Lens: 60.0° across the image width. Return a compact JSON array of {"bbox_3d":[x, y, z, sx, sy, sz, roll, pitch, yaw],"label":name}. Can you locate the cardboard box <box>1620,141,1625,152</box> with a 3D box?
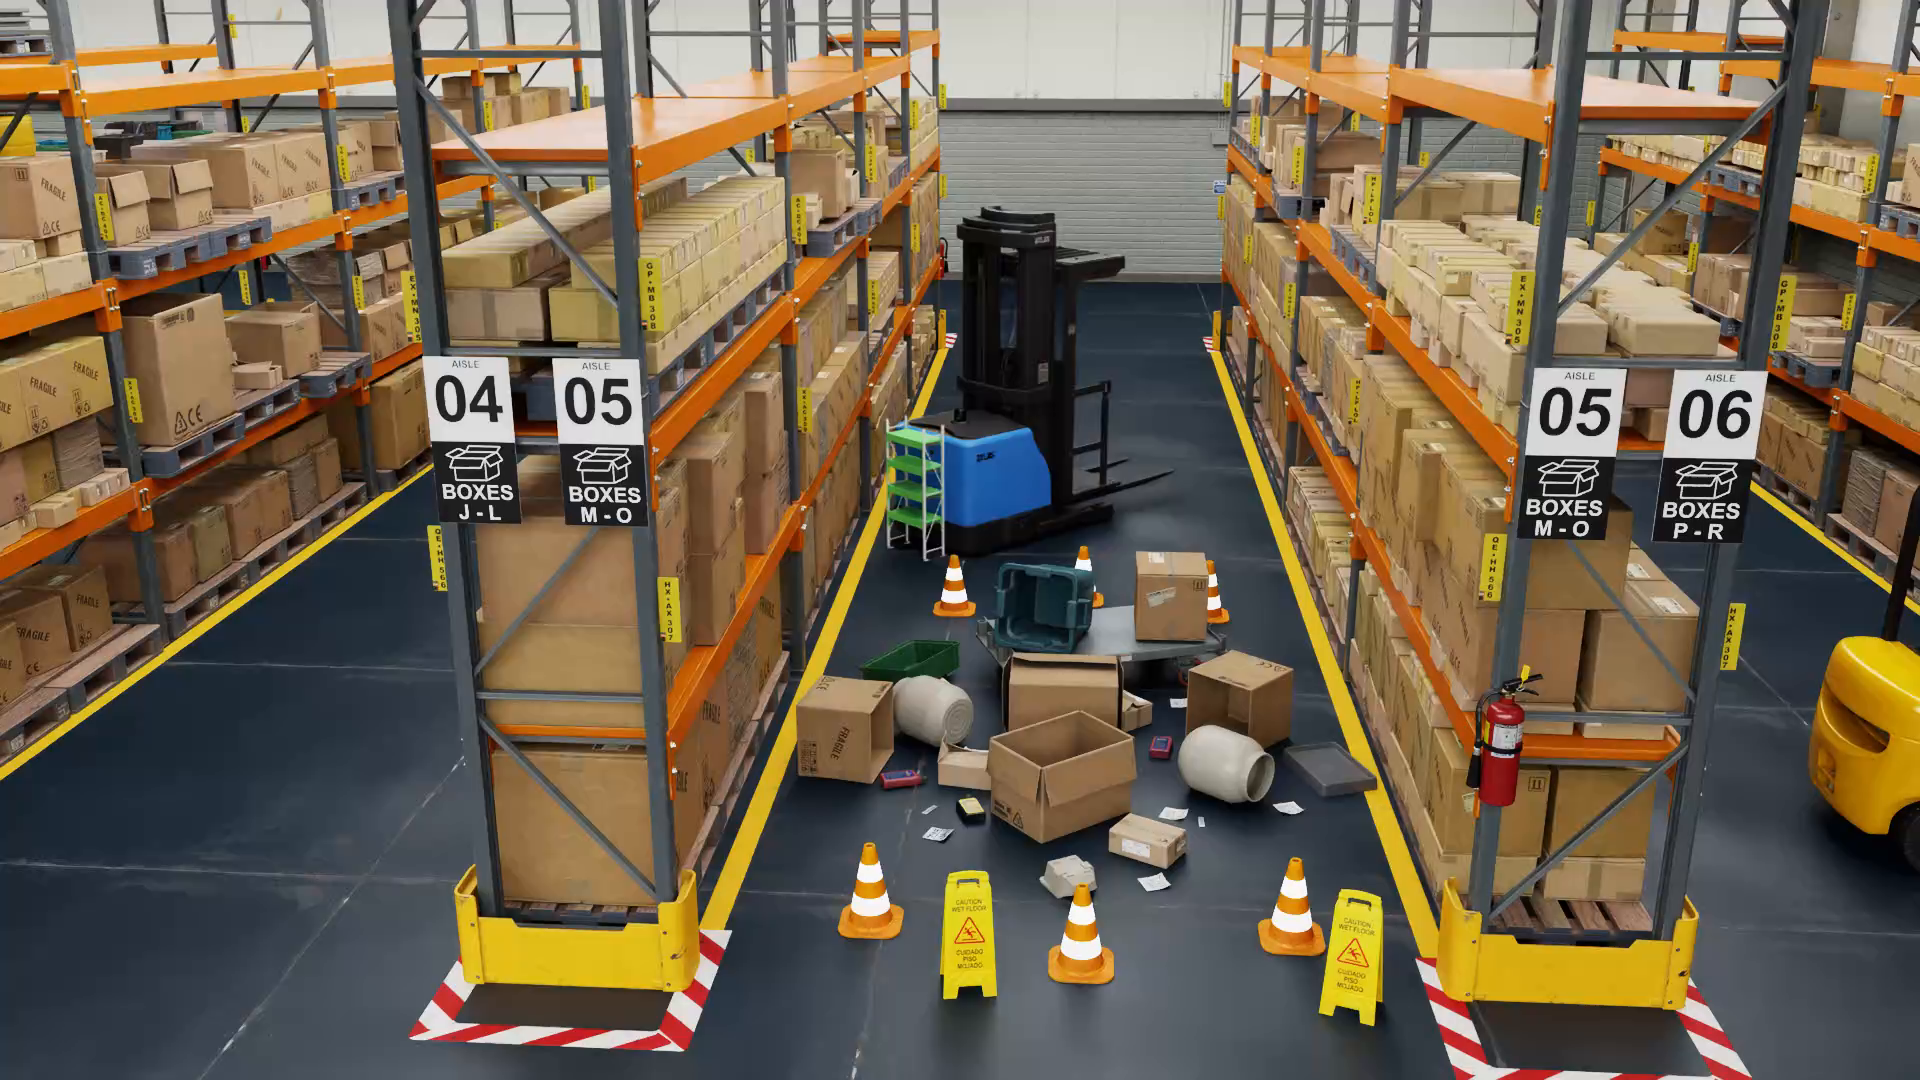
[{"bbox_3d":[8.862,-5.143,21.716,0.380,0.149,0.250,2,18,5],"label":"cardboard box"}]

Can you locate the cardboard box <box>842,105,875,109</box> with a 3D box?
[{"bbox_3d":[-1.258,-5.325,20.665,0.380,0.149,0.250,1,18,3],"label":"cardboard box"}]

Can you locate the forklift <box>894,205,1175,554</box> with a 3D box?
[{"bbox_3d":[0.820,-1.636,15.536,3.031,2.935,1.130,-16,24,-40],"label":"forklift"}]

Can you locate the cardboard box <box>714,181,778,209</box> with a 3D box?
[{"bbox_3d":[-1.373,-2.208,10.641,0.380,0.149,0.250,1,18,4],"label":"cardboard box"}]

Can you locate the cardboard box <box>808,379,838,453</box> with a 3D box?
[{"bbox_3d":[-1.266,-0.992,13.299,0.500,0.500,0.500,1,18,4],"label":"cardboard box"}]

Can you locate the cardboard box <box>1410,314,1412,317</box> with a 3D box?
[{"bbox_3d":[3.049,-1.451,10.447,0.380,0.149,0.250,1,18,4],"label":"cardboard box"}]

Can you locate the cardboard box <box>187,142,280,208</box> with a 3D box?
[{"bbox_3d":[-6.161,-3.103,14.122,0.500,0.500,0.500,2,18,5],"label":"cardboard box"}]

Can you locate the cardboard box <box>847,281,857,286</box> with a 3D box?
[{"bbox_3d":[-1.057,-2.545,16.974,0.380,0.149,0.250,2,18,6],"label":"cardboard box"}]

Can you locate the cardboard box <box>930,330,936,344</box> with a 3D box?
[{"bbox_3d":[-0.533,-2.796,22.871,0.380,0.149,0.250,2,18,6],"label":"cardboard box"}]

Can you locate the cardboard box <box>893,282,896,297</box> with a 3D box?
[{"bbox_3d":[-0.922,-2.831,18.802,0.380,0.149,0.250,1,18,4],"label":"cardboard box"}]

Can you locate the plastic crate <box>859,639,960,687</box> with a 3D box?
[{"bbox_3d":[-0.352,0.917,12.057,0.450,0.188,0.662,0,15,35],"label":"plastic crate"}]

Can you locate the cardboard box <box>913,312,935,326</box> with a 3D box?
[{"bbox_3d":[-0.538,-2.999,22.535,0.380,0.149,0.250,1,18,3],"label":"cardboard box"}]

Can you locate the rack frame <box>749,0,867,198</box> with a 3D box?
[{"bbox_3d":[-1.360,-4.568,14.739,1.000,3.000,0.127,1,18,4],"label":"rack frame"}]

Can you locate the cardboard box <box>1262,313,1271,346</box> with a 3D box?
[{"bbox_3d":[3.444,-2.204,17.399,0.500,0.250,0.500,1,18,3],"label":"cardboard box"}]

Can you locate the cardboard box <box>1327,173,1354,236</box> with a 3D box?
[{"bbox_3d":[3.507,-2.817,14.052,0.700,0.500,0.500,1,18,4],"label":"cardboard box"}]

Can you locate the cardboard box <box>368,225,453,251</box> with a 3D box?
[{"bbox_3d":[-6.111,-3.214,18.471,0.797,0.503,0.637,1,18,5],"label":"cardboard box"}]

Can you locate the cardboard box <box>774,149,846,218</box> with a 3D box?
[{"bbox_3d":[-1.205,-2.891,13.443,0.500,0.500,0.500,1,18,4],"label":"cardboard box"}]

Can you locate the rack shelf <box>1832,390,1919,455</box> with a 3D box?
[{"bbox_3d":[8.393,-0.565,13.314,1.077,0.370,4.000,1,18,4],"label":"rack shelf"}]

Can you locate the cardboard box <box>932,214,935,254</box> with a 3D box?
[{"bbox_3d":[-0.604,-4.086,22.263,0.500,0.500,0.500,1,18,3],"label":"cardboard box"}]

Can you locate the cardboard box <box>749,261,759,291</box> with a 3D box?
[{"bbox_3d":[-1.426,-1.592,10.044,0.380,0.149,0.250,2,18,5],"label":"cardboard box"}]

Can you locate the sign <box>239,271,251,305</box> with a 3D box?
[{"bbox_3d":[-6.853,-2.421,15.962,0.100,0.325,0.005,1,18,4],"label":"sign"}]

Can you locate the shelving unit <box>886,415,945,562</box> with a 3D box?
[{"bbox_3d":[-0.396,-0.460,14.728,0.258,1.200,0.503,-16,24,-40],"label":"shelving unit"}]

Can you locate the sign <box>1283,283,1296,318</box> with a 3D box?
[{"bbox_3d":[3.031,-2.200,15.286,0.100,0.325,0.005,1,18,4],"label":"sign"}]

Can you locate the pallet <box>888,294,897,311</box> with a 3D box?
[{"bbox_3d":[-1.273,-2.634,18.780,1.003,0.211,1.213,1,18,4],"label":"pallet"}]

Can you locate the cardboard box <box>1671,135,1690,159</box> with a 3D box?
[{"bbox_3d":[8.635,-4.583,19.366,0.500,0.250,0.500,1,18,2],"label":"cardboard box"}]

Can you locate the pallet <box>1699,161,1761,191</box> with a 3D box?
[{"bbox_3d":[8.706,-3.906,17.838,1.213,0.211,1.003,1,18,4],"label":"pallet"}]

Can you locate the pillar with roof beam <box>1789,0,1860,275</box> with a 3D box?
[{"bbox_3d":[5.478,-5.914,18.846,9.100,9.000,0.400,1,18,4],"label":"pillar with roof beam"}]

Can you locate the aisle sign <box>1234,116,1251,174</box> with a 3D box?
[{"bbox_3d":[3.874,-5.387,22.698,0.394,0.787,0.004,1,18,4],"label":"aisle sign"}]

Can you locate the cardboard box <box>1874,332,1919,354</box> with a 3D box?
[{"bbox_3d":[8.202,-1.709,14.446,0.380,0.149,0.250,2,18,5],"label":"cardboard box"}]

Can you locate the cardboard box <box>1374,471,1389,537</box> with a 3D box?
[{"bbox_3d":[2.976,-0.298,10.703,0.500,0.500,0.500,1,18,4],"label":"cardboard box"}]

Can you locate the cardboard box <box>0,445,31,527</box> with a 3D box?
[{"bbox_3d":[-6.687,-0.355,10.879,0.875,0.500,0.500,1,18,4],"label":"cardboard box"}]

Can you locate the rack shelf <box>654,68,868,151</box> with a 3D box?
[{"bbox_3d":[-1.503,-3.415,13.018,1.077,0.370,4.000,1,18,4],"label":"rack shelf"}]

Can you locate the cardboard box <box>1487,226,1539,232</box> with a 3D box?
[{"bbox_3d":[3.551,-1.895,10.522,0.380,0.149,0.250,1,18,3],"label":"cardboard box"}]

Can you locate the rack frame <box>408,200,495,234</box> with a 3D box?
[{"bbox_3d":[-6.013,-3.102,19.898,1.000,3.000,0.127,1,18,4],"label":"rack frame"}]

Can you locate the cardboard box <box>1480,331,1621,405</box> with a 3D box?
[{"bbox_3d":[2.779,-0.814,7.863,0.500,0.250,0.500,1,18,3],"label":"cardboard box"}]

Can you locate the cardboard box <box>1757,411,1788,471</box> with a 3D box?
[{"bbox_3d":[8.433,-0.994,16.807,0.500,0.500,0.500,2,18,6],"label":"cardboard box"}]

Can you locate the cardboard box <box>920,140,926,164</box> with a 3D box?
[{"bbox_3d":[-0.693,-4.769,20.410,0.500,0.250,0.500,2,18,6],"label":"cardboard box"}]

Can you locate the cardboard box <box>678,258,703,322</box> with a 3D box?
[{"bbox_3d":[-1.607,-1.277,8.441,0.500,0.250,0.500,1,18,3],"label":"cardboard box"}]

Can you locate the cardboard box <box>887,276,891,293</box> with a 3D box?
[{"bbox_3d":[-0.958,-2.809,18.257,0.380,0.149,0.250,1,18,2],"label":"cardboard box"}]

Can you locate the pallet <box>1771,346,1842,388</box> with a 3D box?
[{"bbox_3d":[8.515,-1.649,15.775,1.213,0.211,1.003,1,18,4],"label":"pallet"}]

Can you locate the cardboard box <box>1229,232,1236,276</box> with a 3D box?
[{"bbox_3d":[3.775,-3.712,21.601,0.500,0.500,0.500,1,18,4],"label":"cardboard box"}]

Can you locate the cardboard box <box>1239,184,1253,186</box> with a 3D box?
[{"bbox_3d":[3.749,-4.447,21.196,0.380,0.149,0.250,1,18,4],"label":"cardboard box"}]

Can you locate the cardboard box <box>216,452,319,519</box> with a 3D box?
[{"bbox_3d":[-6.355,-0.499,15.265,0.700,0.500,0.500,0,18,-1],"label":"cardboard box"}]

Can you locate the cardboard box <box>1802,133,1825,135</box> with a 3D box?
[{"bbox_3d":[8.913,-4.211,17.558,0.380,0.149,0.250,1,18,3],"label":"cardboard box"}]

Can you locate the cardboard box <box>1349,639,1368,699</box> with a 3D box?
[{"bbox_3d":[2.987,0.889,11.463,0.500,0.250,0.500,0,18,1],"label":"cardboard box"}]

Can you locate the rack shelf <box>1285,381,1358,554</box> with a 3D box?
[{"bbox_3d":[3.442,-0.675,13.648,1.077,0.370,4.000,1,18,4],"label":"rack shelf"}]

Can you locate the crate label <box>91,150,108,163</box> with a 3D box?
[{"bbox_3d":[-10.630,-4.658,20.254,0.293,0.136,0.466,1,18,4],"label":"crate label"}]

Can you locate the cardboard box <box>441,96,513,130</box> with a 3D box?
[{"bbox_3d":[-5.974,-5.233,20.590,0.700,0.500,0.500,2,18,7],"label":"cardboard box"}]

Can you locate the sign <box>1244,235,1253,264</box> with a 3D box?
[{"bbox_3d":[3.318,-3.341,19.113,0.100,0.325,0.005,1,18,4],"label":"sign"}]

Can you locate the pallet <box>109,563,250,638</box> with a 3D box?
[{"bbox_3d":[-6.532,0.466,13.488,1.003,0.211,1.213,1,18,4],"label":"pallet"}]

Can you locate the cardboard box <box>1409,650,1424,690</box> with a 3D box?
[{"bbox_3d":[2.810,0.759,9.612,0.380,0.149,0.250,2,18,6],"label":"cardboard box"}]

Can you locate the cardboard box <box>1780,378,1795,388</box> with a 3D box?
[{"bbox_3d":[8.996,-1.648,17.761,0.380,0.149,0.250,2,18,5],"label":"cardboard box"}]

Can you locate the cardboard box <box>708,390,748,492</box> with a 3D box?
[{"bbox_3d":[-1.806,-0.607,10.312,0.875,0.550,0.550,1,18,4],"label":"cardboard box"}]

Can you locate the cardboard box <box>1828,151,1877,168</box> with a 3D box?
[{"bbox_3d":[8.419,-3.568,15.627,0.380,0.149,0.250,1,18,3],"label":"cardboard box"}]

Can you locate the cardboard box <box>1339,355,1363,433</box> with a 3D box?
[{"bbox_3d":[3.137,-1.087,12.437,0.500,0.500,0.500,1,18,4],"label":"cardboard box"}]

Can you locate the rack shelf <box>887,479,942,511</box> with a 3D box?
[{"bbox_3d":[-0.396,-0.400,14.748,0.258,0.148,0.480,-16,24,-40],"label":"rack shelf"}]

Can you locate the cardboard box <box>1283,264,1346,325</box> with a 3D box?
[{"bbox_3d":[3.361,-2.327,15.769,0.500,0.500,0.500,1,18,2],"label":"cardboard box"}]
